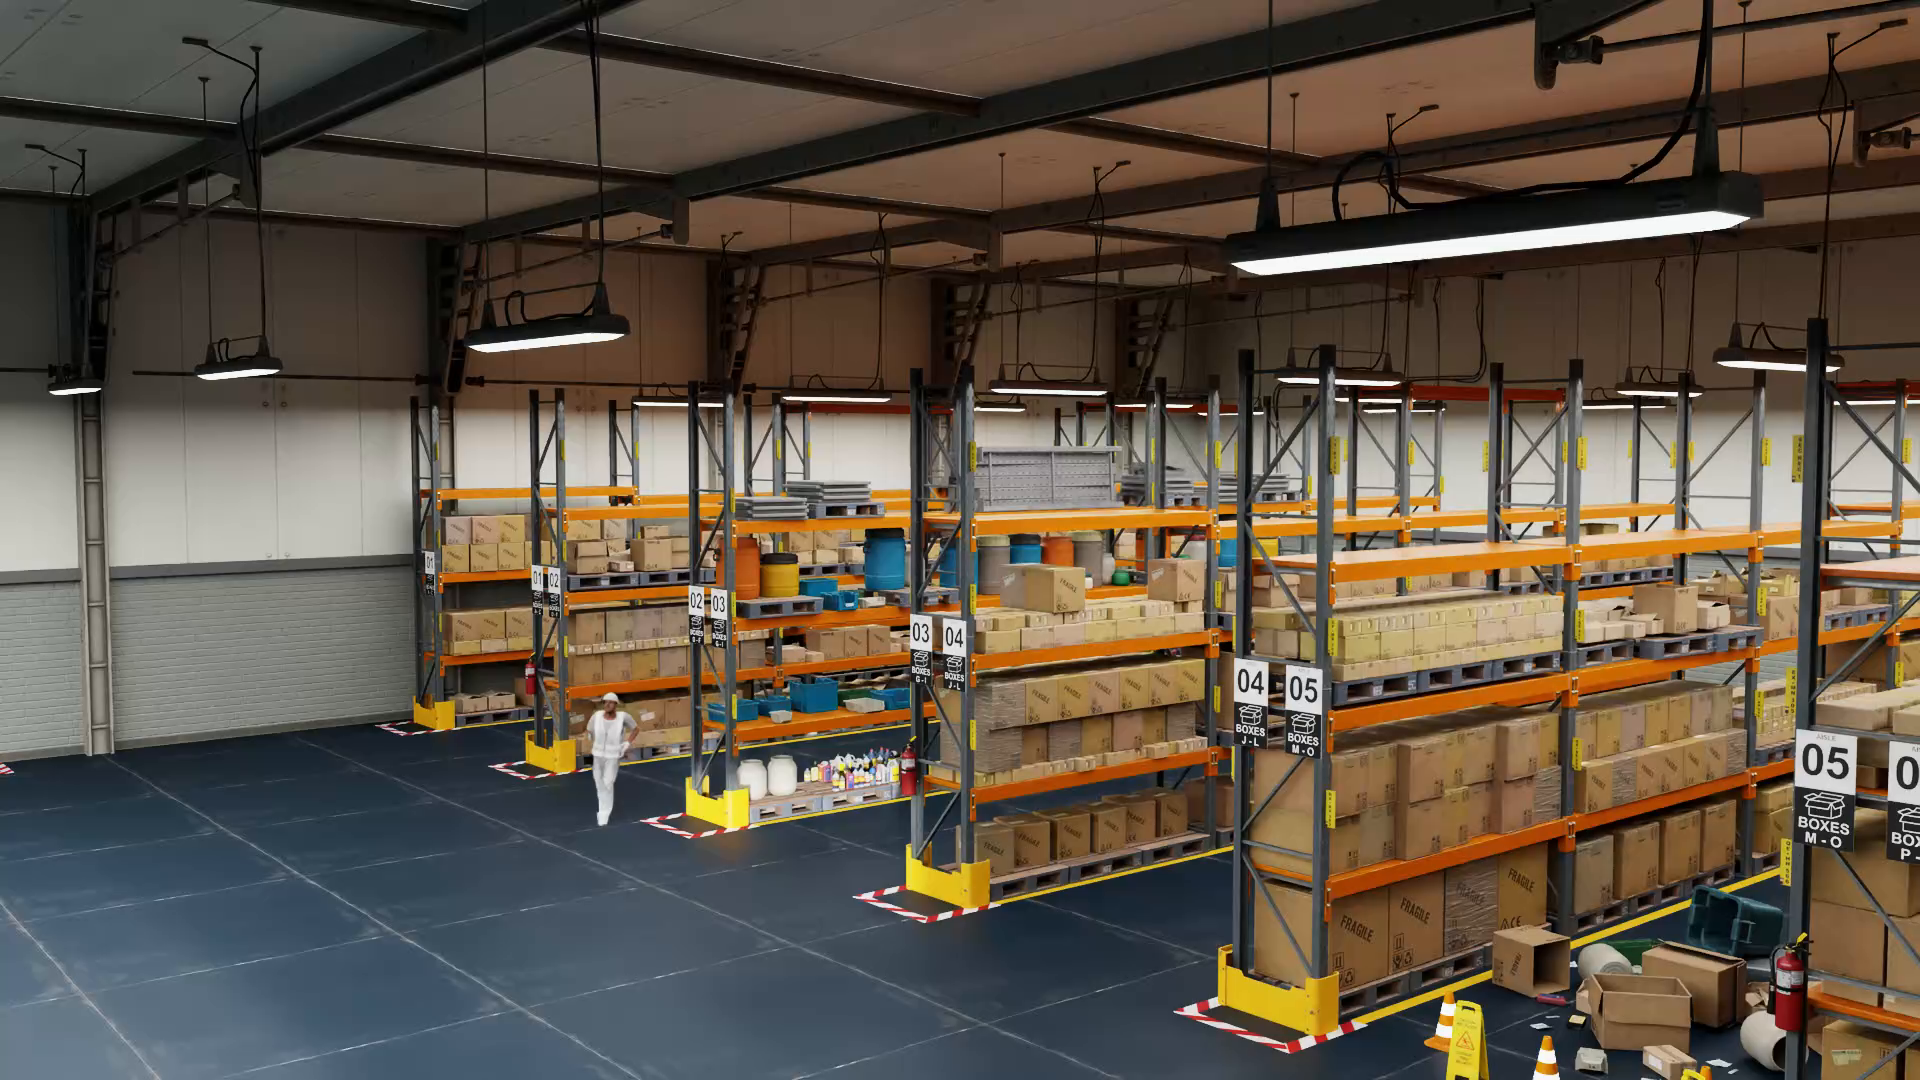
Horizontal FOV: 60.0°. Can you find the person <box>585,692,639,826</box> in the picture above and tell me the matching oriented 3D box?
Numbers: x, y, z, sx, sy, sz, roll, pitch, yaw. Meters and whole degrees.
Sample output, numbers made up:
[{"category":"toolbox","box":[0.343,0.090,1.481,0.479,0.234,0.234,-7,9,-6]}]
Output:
[{"category":"person","box":[-4.745,2.966,22.494,0.678,1.820,0.728,1,3,10]}]
